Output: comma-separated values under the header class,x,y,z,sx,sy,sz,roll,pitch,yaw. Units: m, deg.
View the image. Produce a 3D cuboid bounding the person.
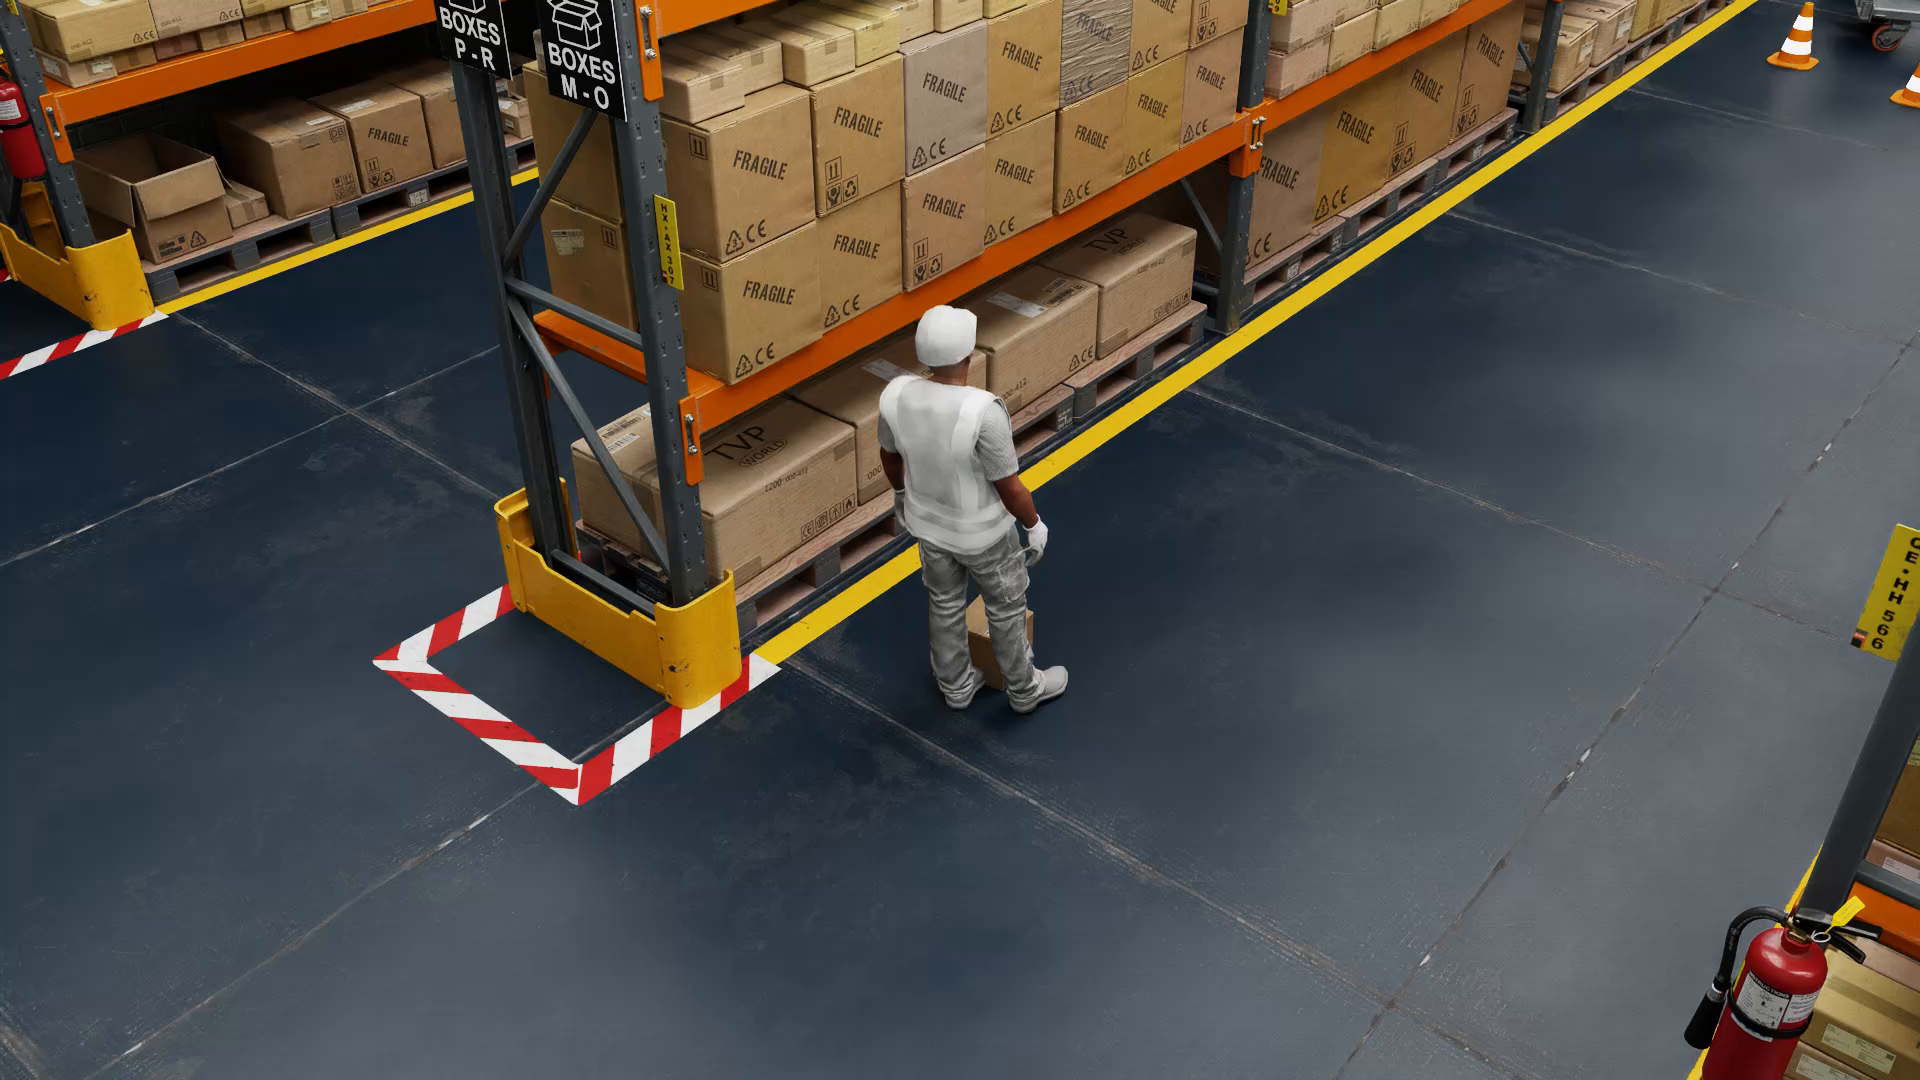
class,x,y,z,sx,sy,sz,roll,pitch,yaw
person,0.051,-0.110,6.272,0.656,1.783,0.576,20,39,26
